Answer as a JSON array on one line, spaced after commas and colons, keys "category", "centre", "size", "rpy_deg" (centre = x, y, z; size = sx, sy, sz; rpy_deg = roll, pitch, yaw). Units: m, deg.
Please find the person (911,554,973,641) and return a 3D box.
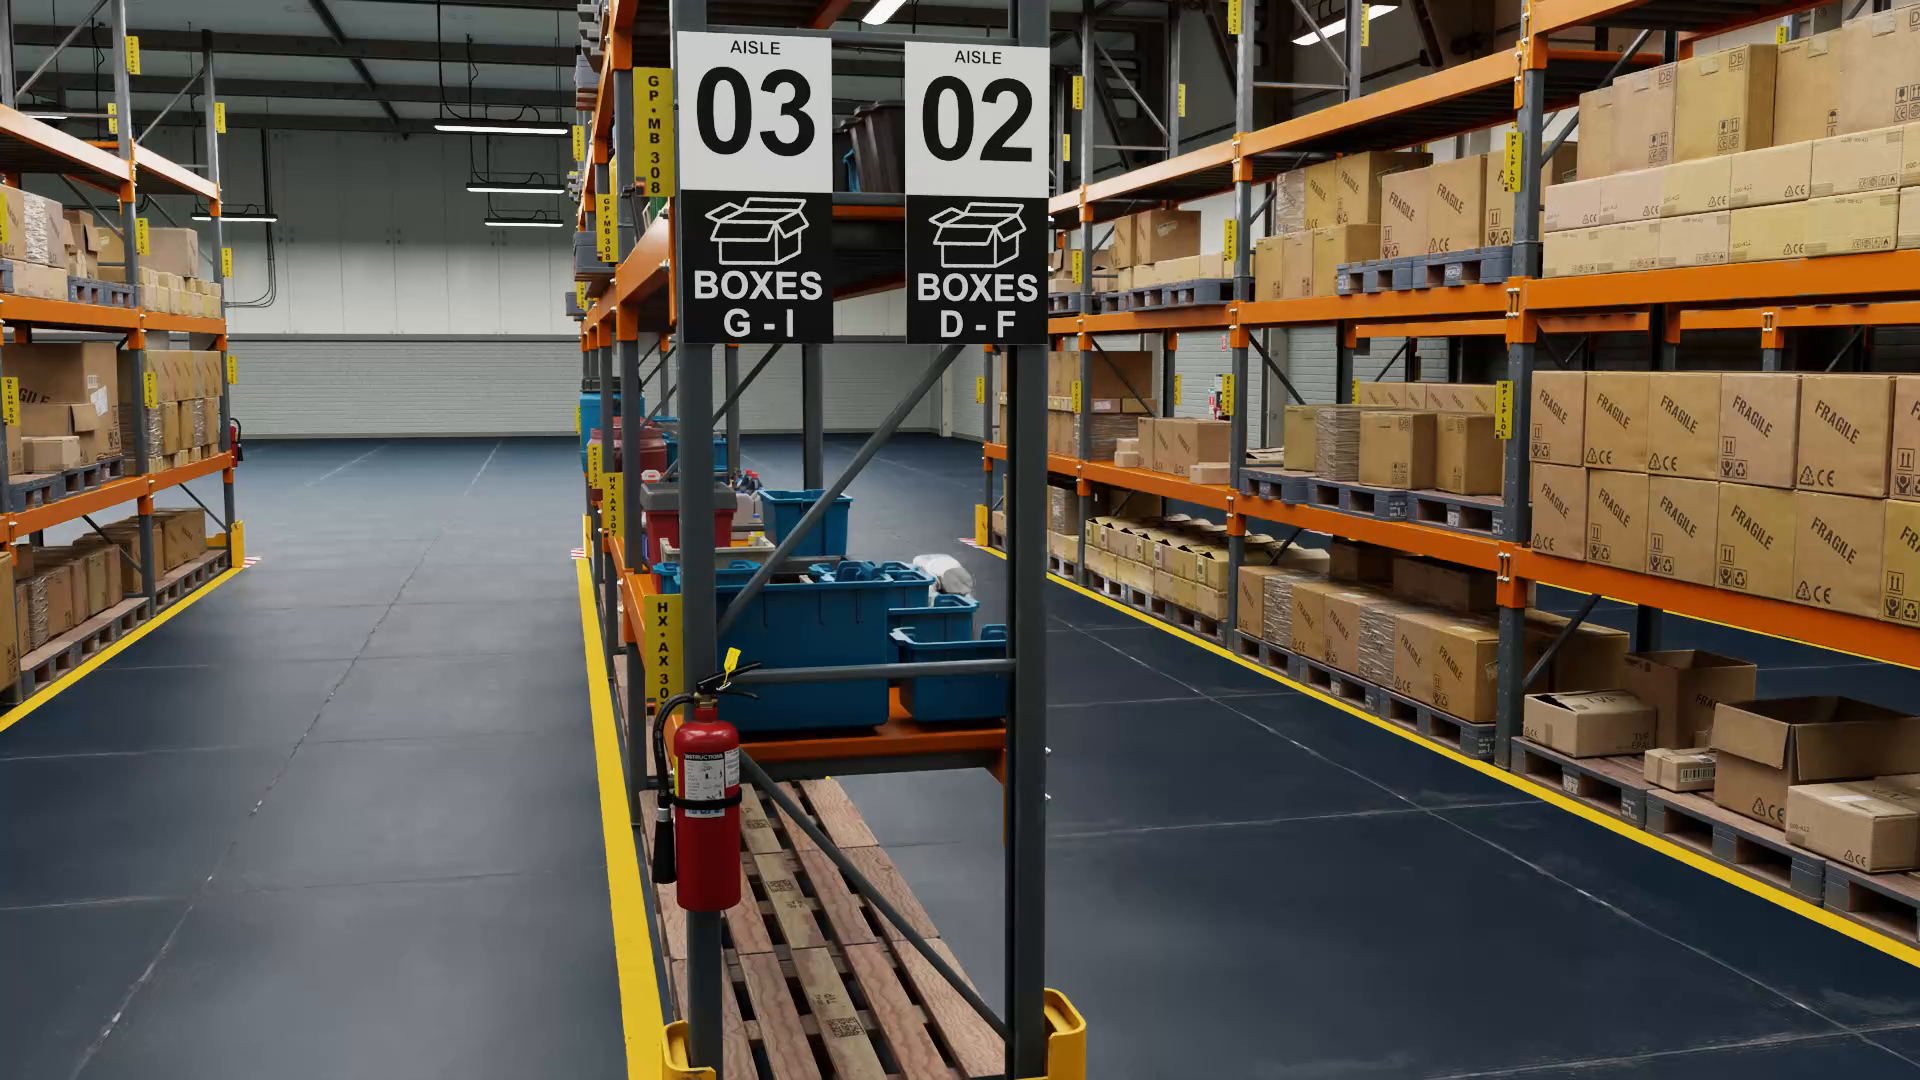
[{"category": "person", "centre": [-0.145, 0.531, 13.506], "size": [0.467, 0.803, 0.925], "rpy_deg": [-2, 6, -16]}]
